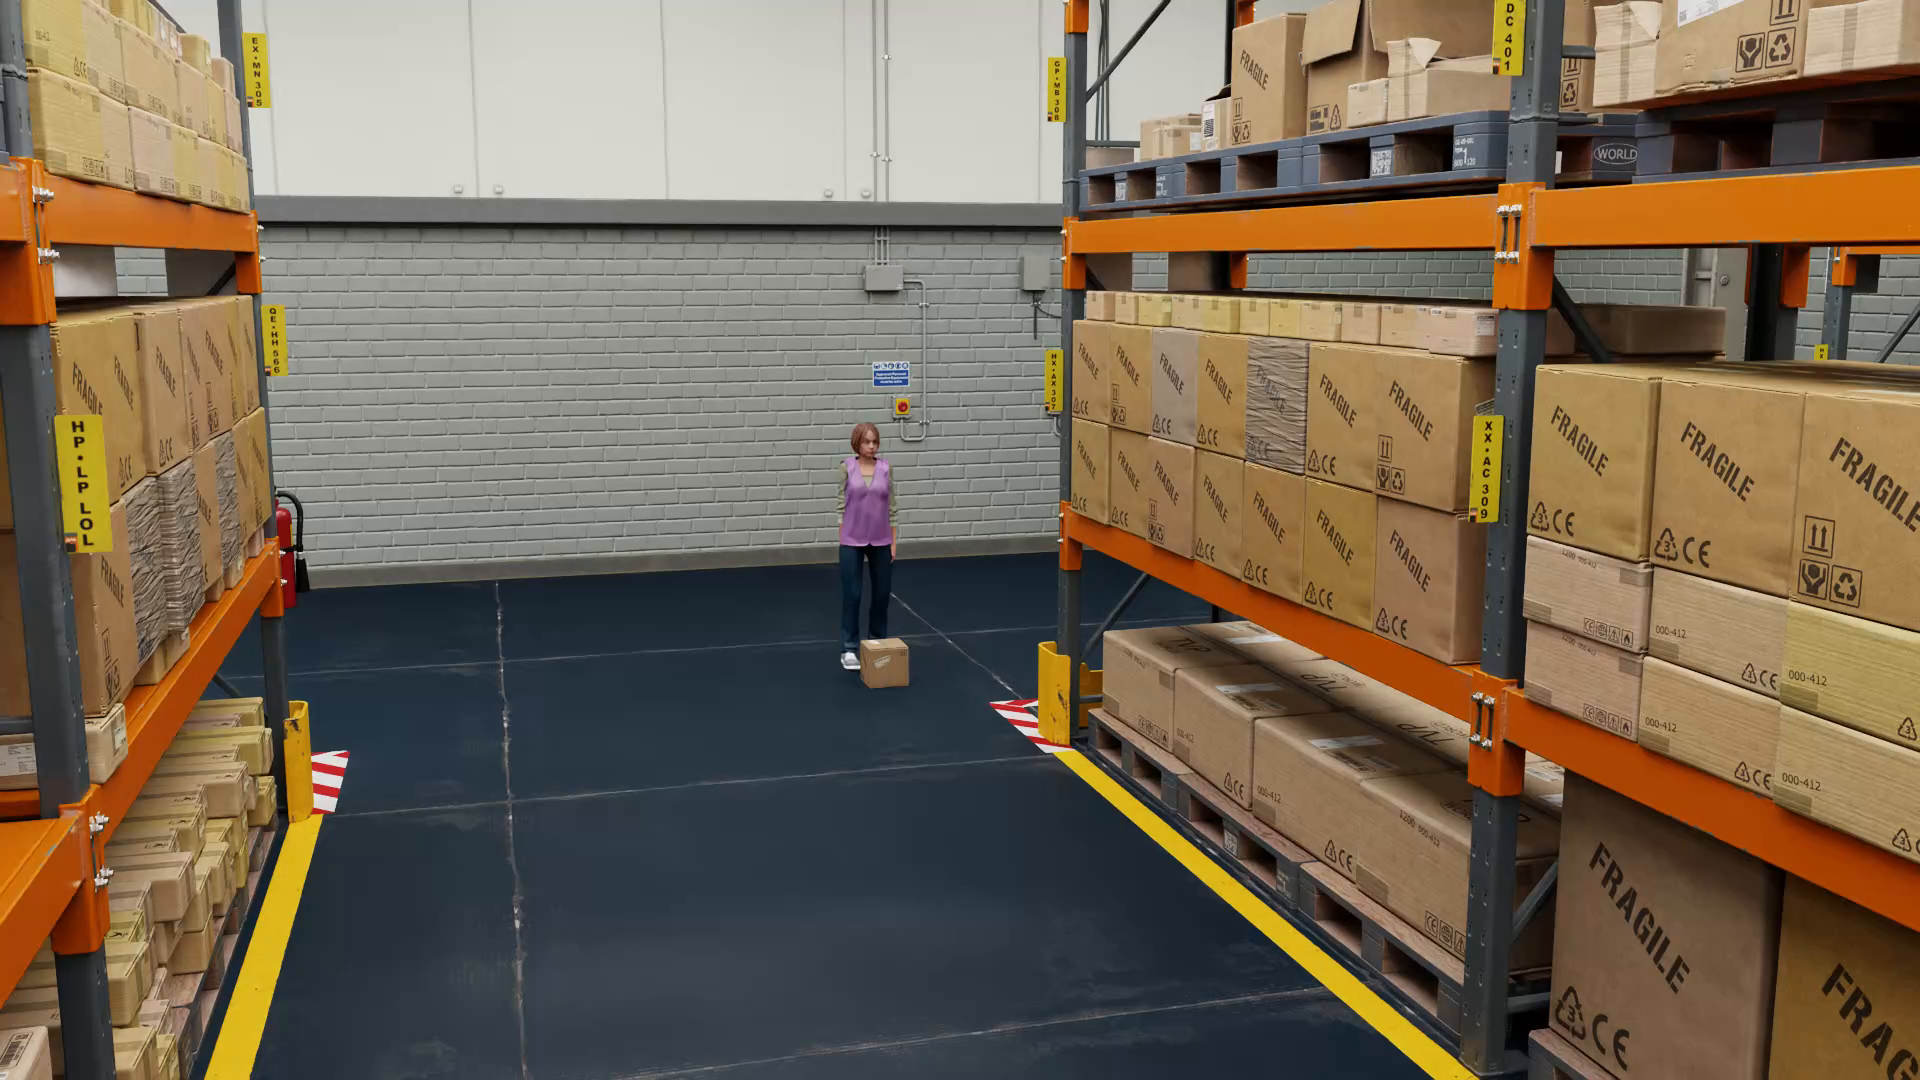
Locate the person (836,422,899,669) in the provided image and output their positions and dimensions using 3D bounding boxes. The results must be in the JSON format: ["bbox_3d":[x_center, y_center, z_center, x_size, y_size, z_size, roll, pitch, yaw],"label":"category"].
[{"bbox_3d":[-0.593,0.037,10.729,0.405,1.605,0.312,-2,10,-15],"label":"person"}]
